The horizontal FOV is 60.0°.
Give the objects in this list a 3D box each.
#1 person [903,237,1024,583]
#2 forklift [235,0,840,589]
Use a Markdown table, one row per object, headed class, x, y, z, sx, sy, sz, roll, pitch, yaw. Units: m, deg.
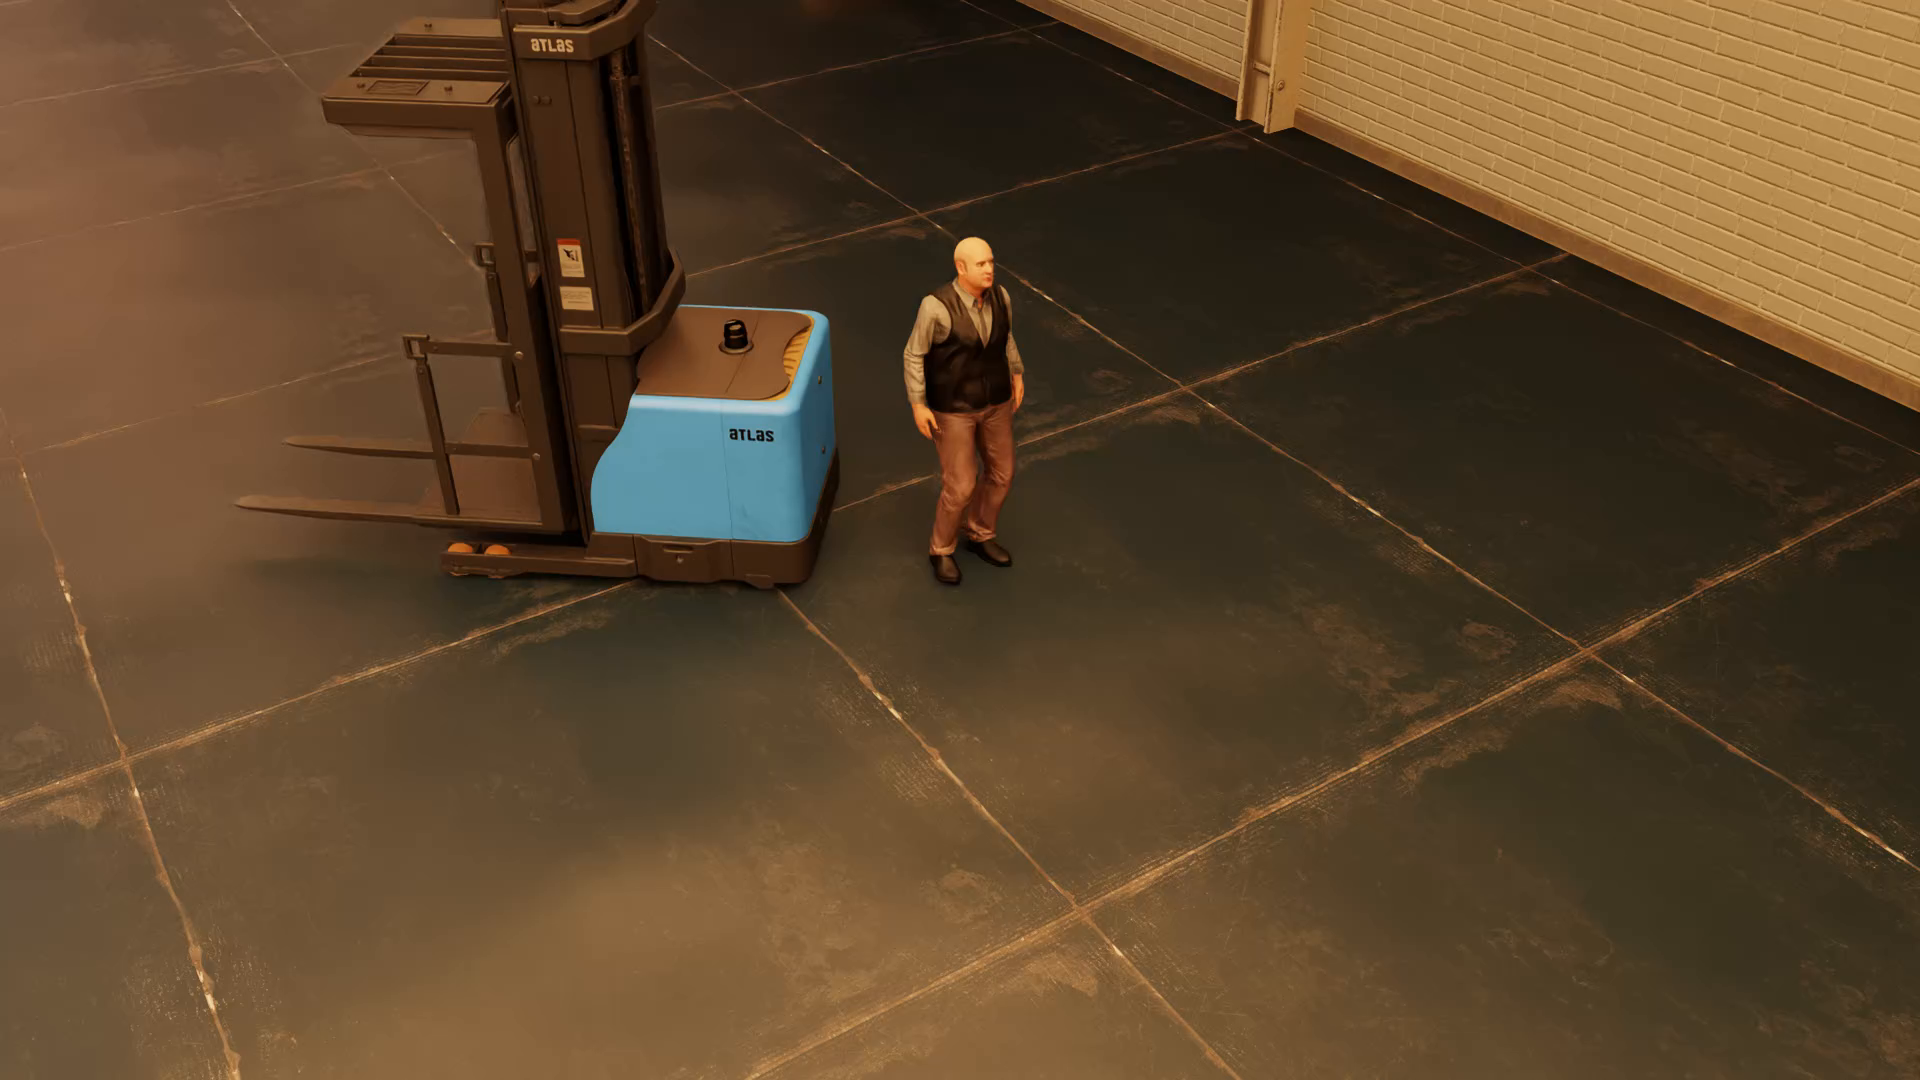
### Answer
| class | x | y | z | sx | sy | sz | roll | pitch | yaw |
| --- | --- | --- | --- | --- | --- | --- | --- | --- | --- |
| person | 0.068 | -0.645 | 8.157 | 0.712 | 1.711 | 0.496 | -23 | 41 | -29 |
| forklift | -2.202 | -1.304 | 8.003 | 3.031 | 2.935 | 1.130 | 3 | 35 | 5 |
